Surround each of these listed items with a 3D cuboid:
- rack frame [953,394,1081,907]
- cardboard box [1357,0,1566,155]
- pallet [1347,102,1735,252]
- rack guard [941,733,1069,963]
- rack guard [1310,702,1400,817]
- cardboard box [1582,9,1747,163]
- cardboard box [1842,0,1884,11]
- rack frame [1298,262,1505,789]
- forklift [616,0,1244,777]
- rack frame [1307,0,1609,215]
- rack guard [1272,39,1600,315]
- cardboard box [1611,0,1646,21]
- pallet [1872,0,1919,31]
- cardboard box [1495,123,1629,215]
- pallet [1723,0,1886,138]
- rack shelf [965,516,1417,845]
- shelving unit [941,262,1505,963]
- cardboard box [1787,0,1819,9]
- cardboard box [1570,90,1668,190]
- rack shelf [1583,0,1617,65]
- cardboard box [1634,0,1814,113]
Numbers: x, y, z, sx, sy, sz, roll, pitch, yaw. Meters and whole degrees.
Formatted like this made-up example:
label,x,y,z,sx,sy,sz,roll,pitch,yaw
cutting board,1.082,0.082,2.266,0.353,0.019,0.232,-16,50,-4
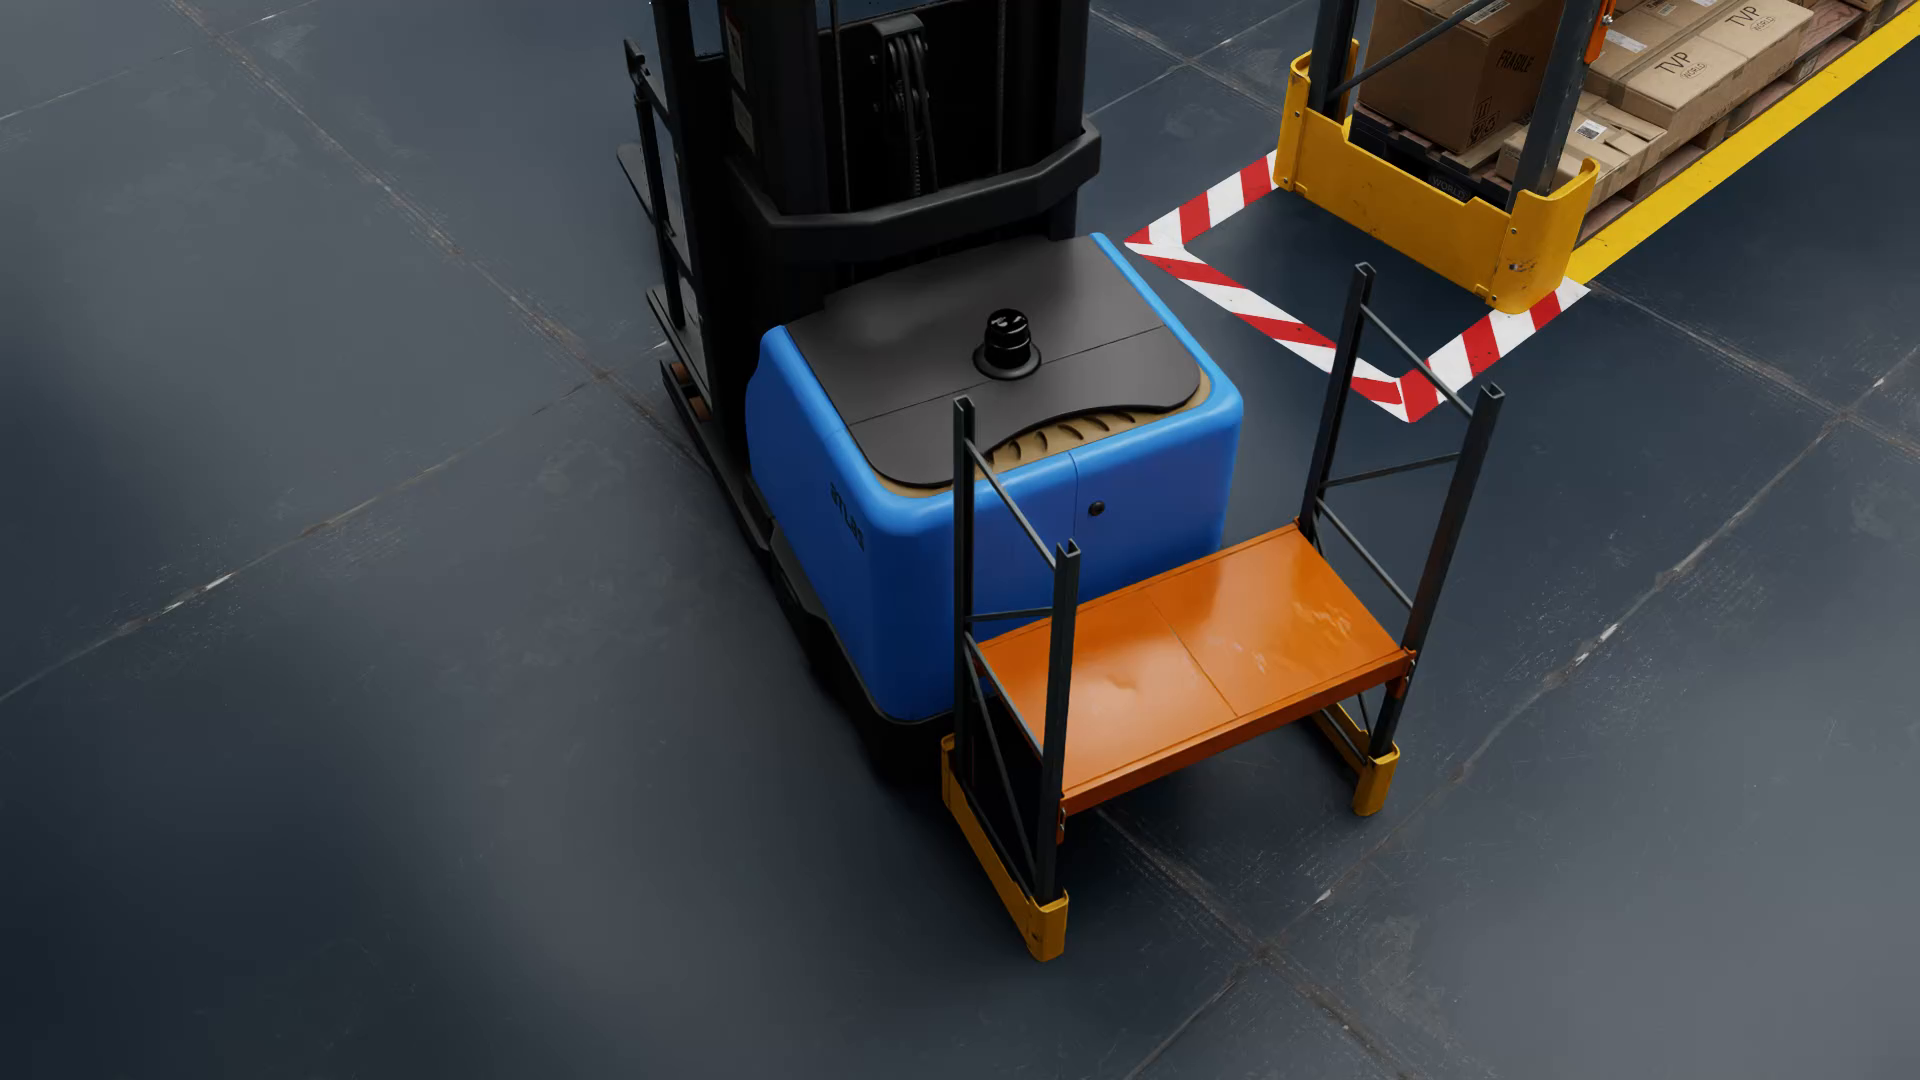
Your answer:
label,x,y,z,sx,sy,sz,roll,pitch,yaw
rack frame,0.108,0.371,3.886,0.032,1.500,0.500,-20,51,-17
cardboard box,1.907,-1.880,6.345,0.500,0.500,0.500,-34,56,-27
pallet,2.316,-1.662,6.640,1.213,0.211,1.003,-34,56,-27
rack guard,0.109,0.794,4.347,0.087,0.250,0.587,-20,51,-17
rack guard,1.003,0.471,4.644,0.087,0.250,0.587,-20,51,-17
cardboard box,2.634,-1.754,6.399,0.500,0.250,0.500,-34,56,-27
cardboard box,3.845,-2.584,7.123,0.500,0.311,0.500,-34,56,-27
rack frame,1.021,0.042,4.190,0.032,1.500,0.500,-20,51,-17
forklift,-0.358,-1.441,4.585,1.130,2.935,3.031,-19,50,-17
rack frame,1.671,-2.175,5.216,0.127,3.000,1.000,-34,56,-27
rack guard,1.727,-1.365,6.170,0.348,0.500,1.175,-34,56,-27
cardboard box,2.631,-2.248,6.855,0.500,0.250,0.500,-34,56,-27
pallet,4.122,-2.868,7.753,1.213,0.211,1.003,-34,56,-27
cardboard box,2.212,-1.378,6.121,0.250,0.149,0.380,-34,56,-27
pallet,3.219,-2.262,7.194,1.213,0.211,1.003,-34,56,-27
rack shelf,0.564,0.328,4.170,1.000,0.185,0.538,-20,51,-17
shelving unit,0.556,0.210,4.035,1.083,1.500,0.587,-20,51,-17
cardboard box,3.244,-2.524,6.937,0.637,0.503,0.797,-34,56,-27
cardboard box,2.397,-1.507,6.228,0.250,0.166,0.380,-34,56,-27
rack shelf,3.151,-2.920,6.393,4.000,0.370,1.077,-34,56,-27
cardboard box,3.004,-2.001,6.627,0.500,0.250,0.500,-34,56,-27
